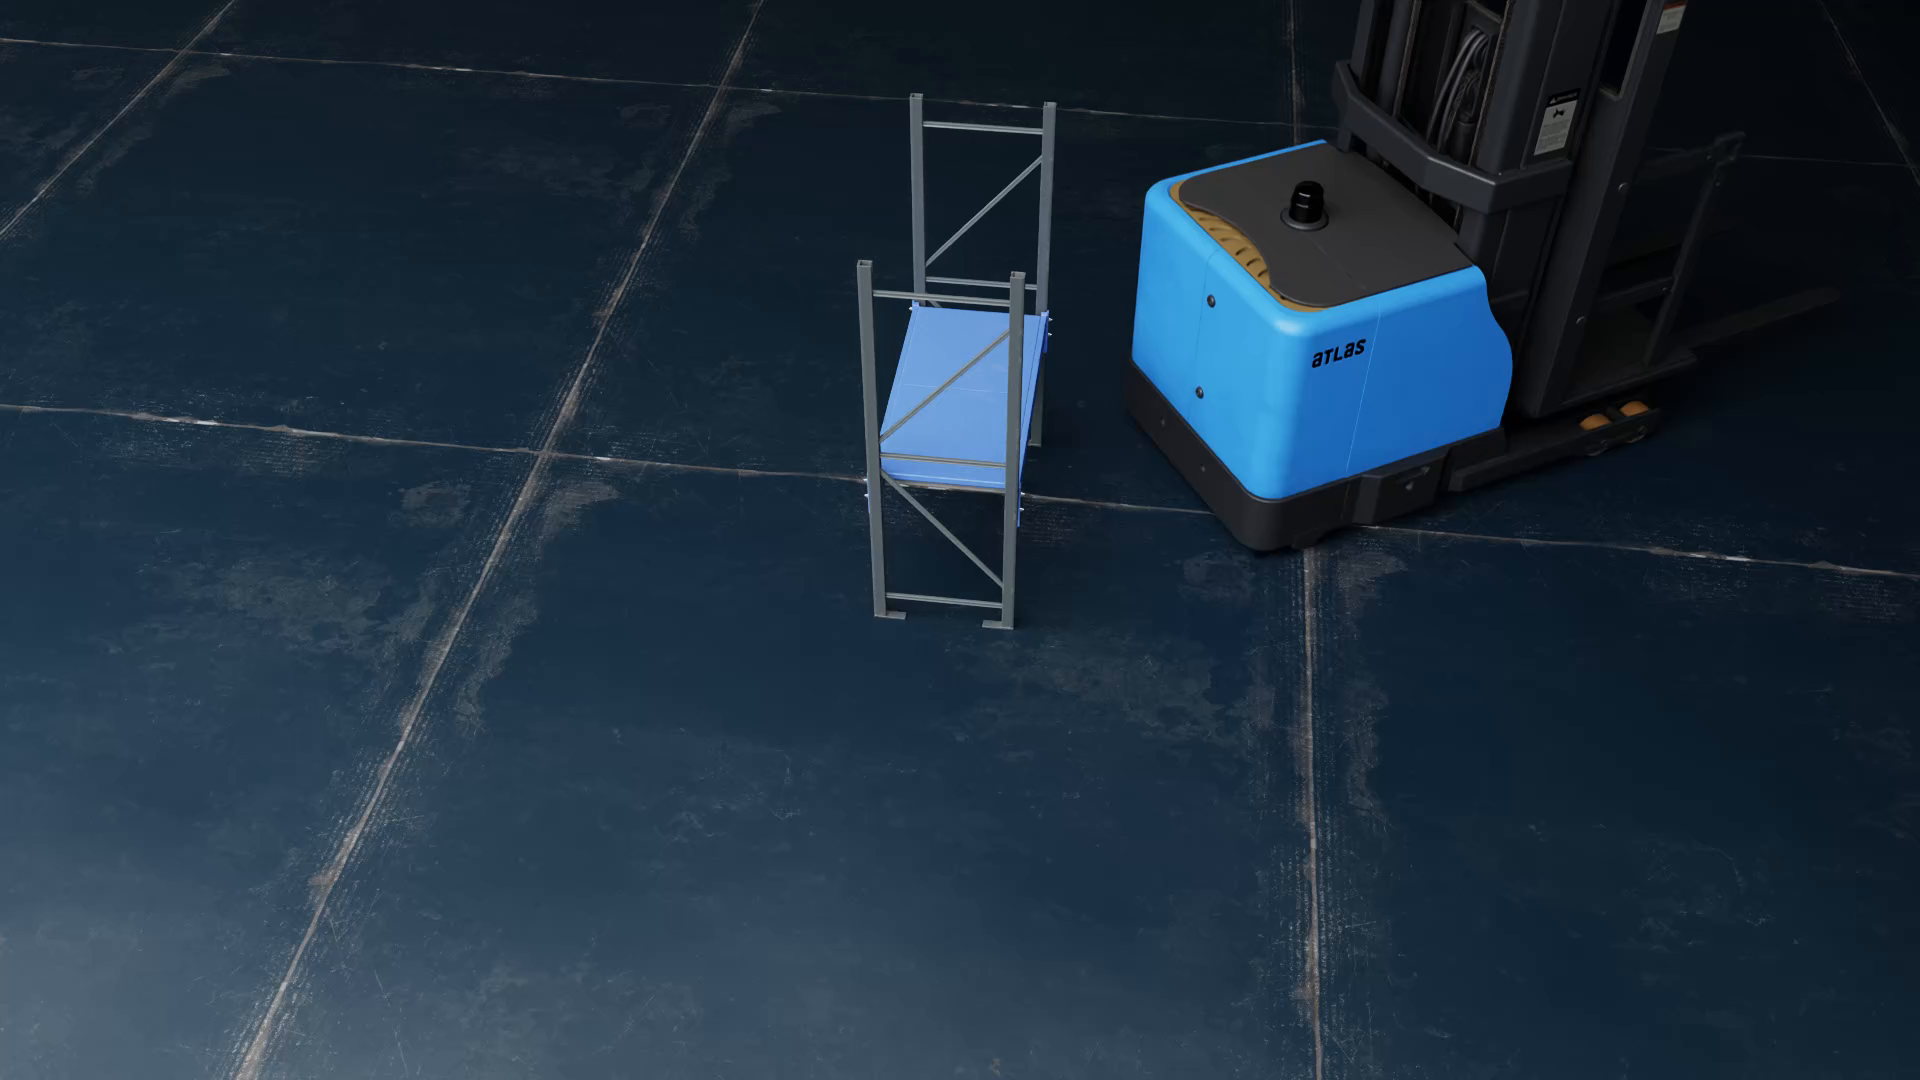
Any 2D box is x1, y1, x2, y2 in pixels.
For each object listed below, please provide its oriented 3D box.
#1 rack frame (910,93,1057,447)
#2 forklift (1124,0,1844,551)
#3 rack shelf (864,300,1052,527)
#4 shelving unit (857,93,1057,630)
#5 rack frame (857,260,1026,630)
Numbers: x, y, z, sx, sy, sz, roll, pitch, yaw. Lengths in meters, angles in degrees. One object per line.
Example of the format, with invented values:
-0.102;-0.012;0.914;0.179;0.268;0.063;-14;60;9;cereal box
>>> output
0.078;-0.949;6.162;0.500;1.500;0.032;5;44;6;rack frame
2.223;-1.712;5.926;3.031;2.935;1.130;-18;46;-18;forklift
0.011;-0.472;5.919;0.538;0.185;1.000;5;44;6;rack shelf
0.011;-0.603;5.796;0.538;1.500;1.048;5;44;6;shelving unit
-0.056;-0.256;5.430;0.500;1.500;0.032;5;44;6;rack frame
